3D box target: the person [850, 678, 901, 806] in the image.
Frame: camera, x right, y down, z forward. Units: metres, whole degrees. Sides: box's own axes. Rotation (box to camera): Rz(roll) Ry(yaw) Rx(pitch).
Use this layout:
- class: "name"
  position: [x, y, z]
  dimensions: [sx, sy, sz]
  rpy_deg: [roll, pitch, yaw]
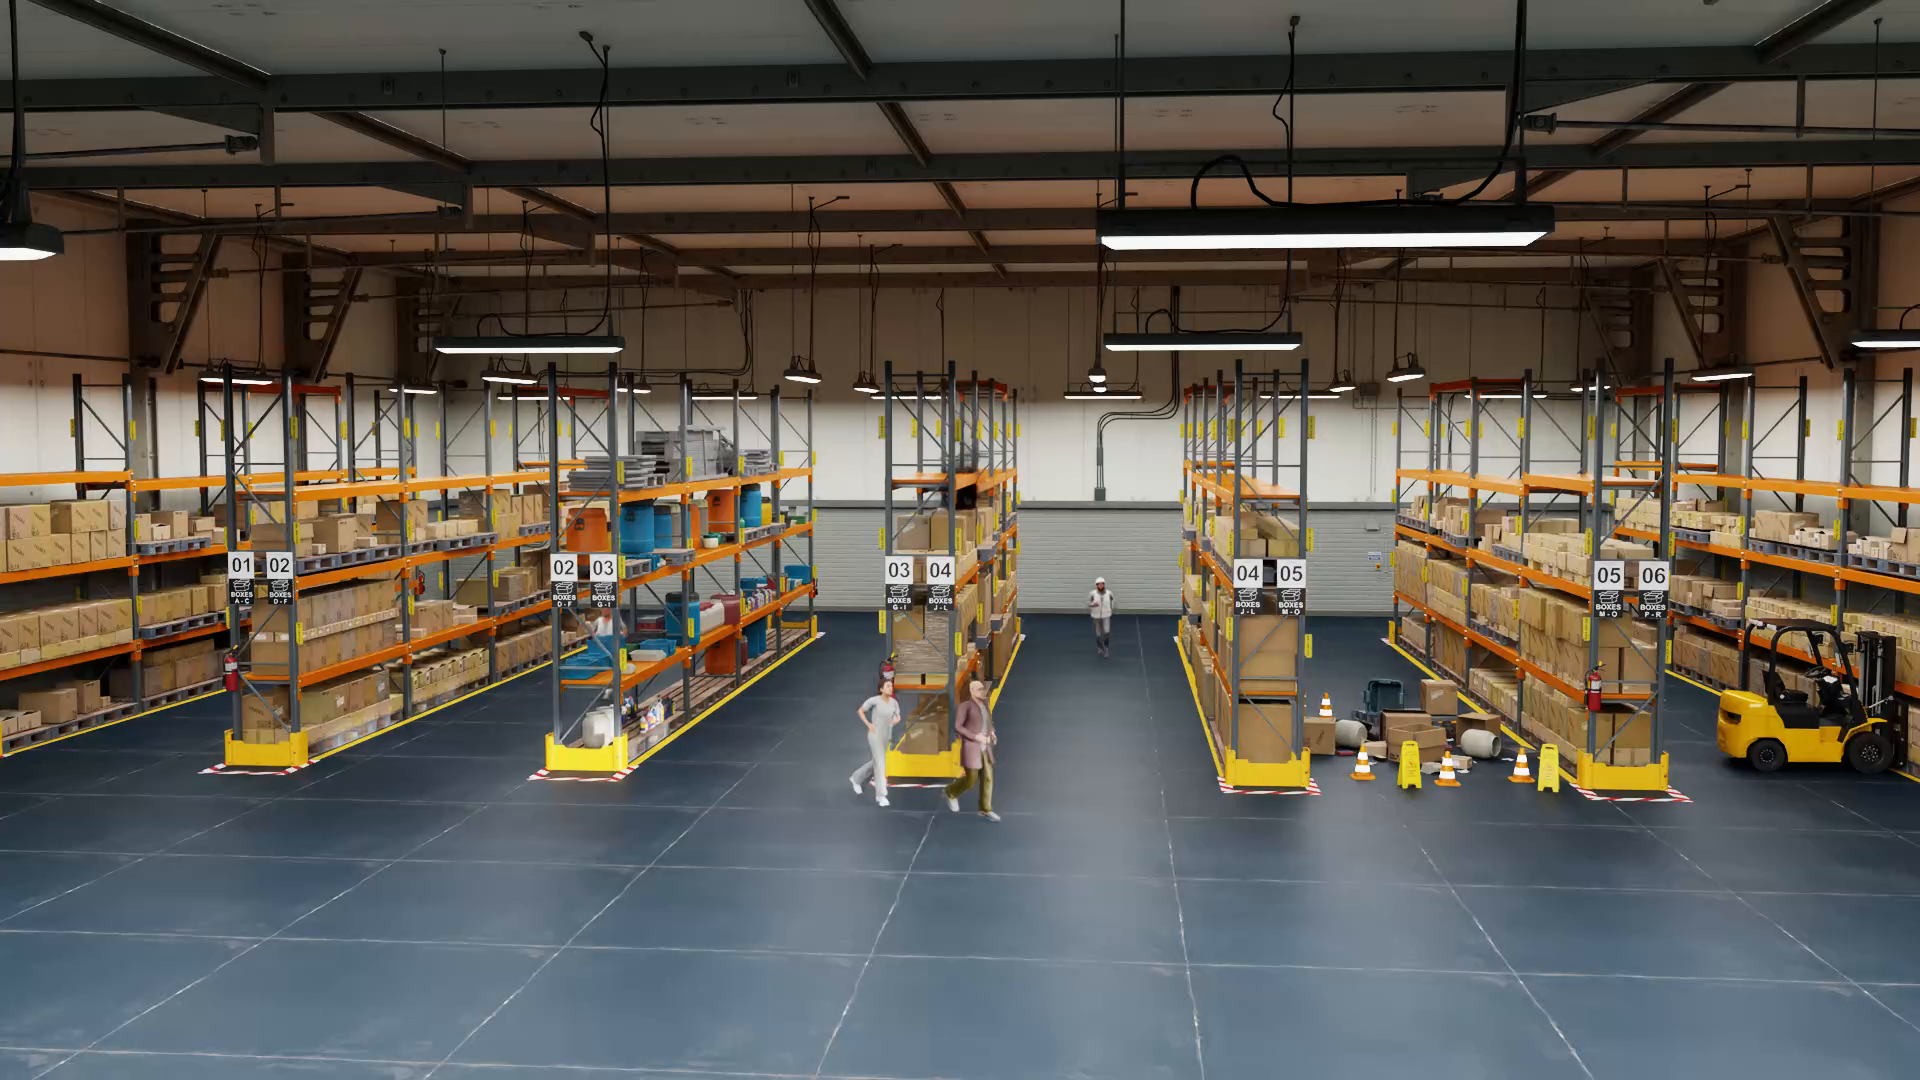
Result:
- class: "person"
  position: [-1.086, 2.708, 22.625]
  dimensions: [0.587, 1.681, 0.894]
  rpy_deg: [-3, 5, -42]

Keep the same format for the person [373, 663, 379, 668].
- class: "person"
  position: [-11.529, 2.052, 32.544]
  dimensions: [0.606, 1.625, 0.537]
  rpy_deg: [0, 4, -3]

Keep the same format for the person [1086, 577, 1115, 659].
- class: "person"
  position: [3.110, 1.716, 36.743]
  dimensions: [0.640, 1.795, 0.777]
  rpy_deg: [0, 4, 5]

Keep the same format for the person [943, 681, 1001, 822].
- class: "person"
  position: [0.175, 2.705, 21.520]
  dimensions: [0.898, 1.789, 0.736]
  rpy_deg: [3, 5, 42]

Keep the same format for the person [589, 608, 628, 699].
- class: "person"
  position: [-6.589, 2.046, 31.066]
  dimensions: [0.668, 1.765, 0.998]
  rpy_deg: [0, 4, 4]
